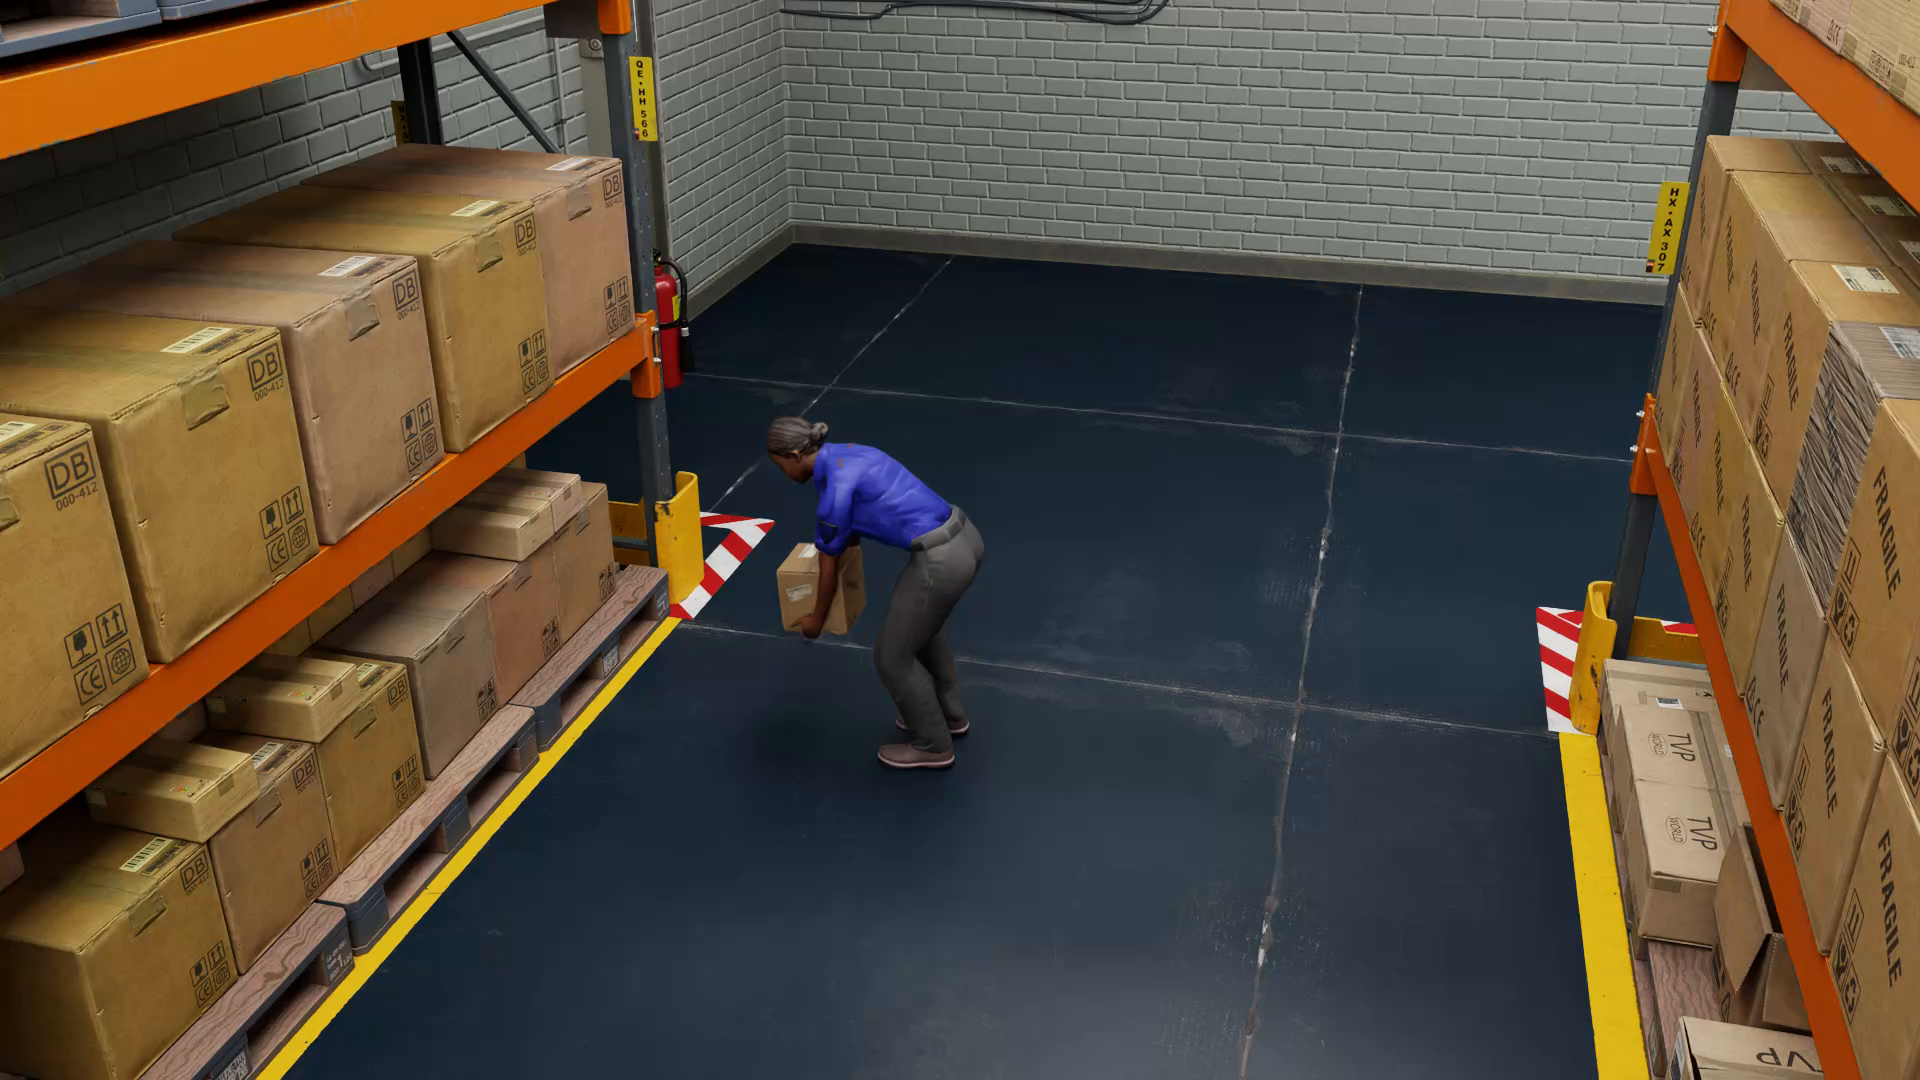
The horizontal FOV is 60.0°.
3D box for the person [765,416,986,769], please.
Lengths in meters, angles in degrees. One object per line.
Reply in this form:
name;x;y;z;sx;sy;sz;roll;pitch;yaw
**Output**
person;-0.309;0.180;6.143;0.788;1.316;0.418;6;26;11
